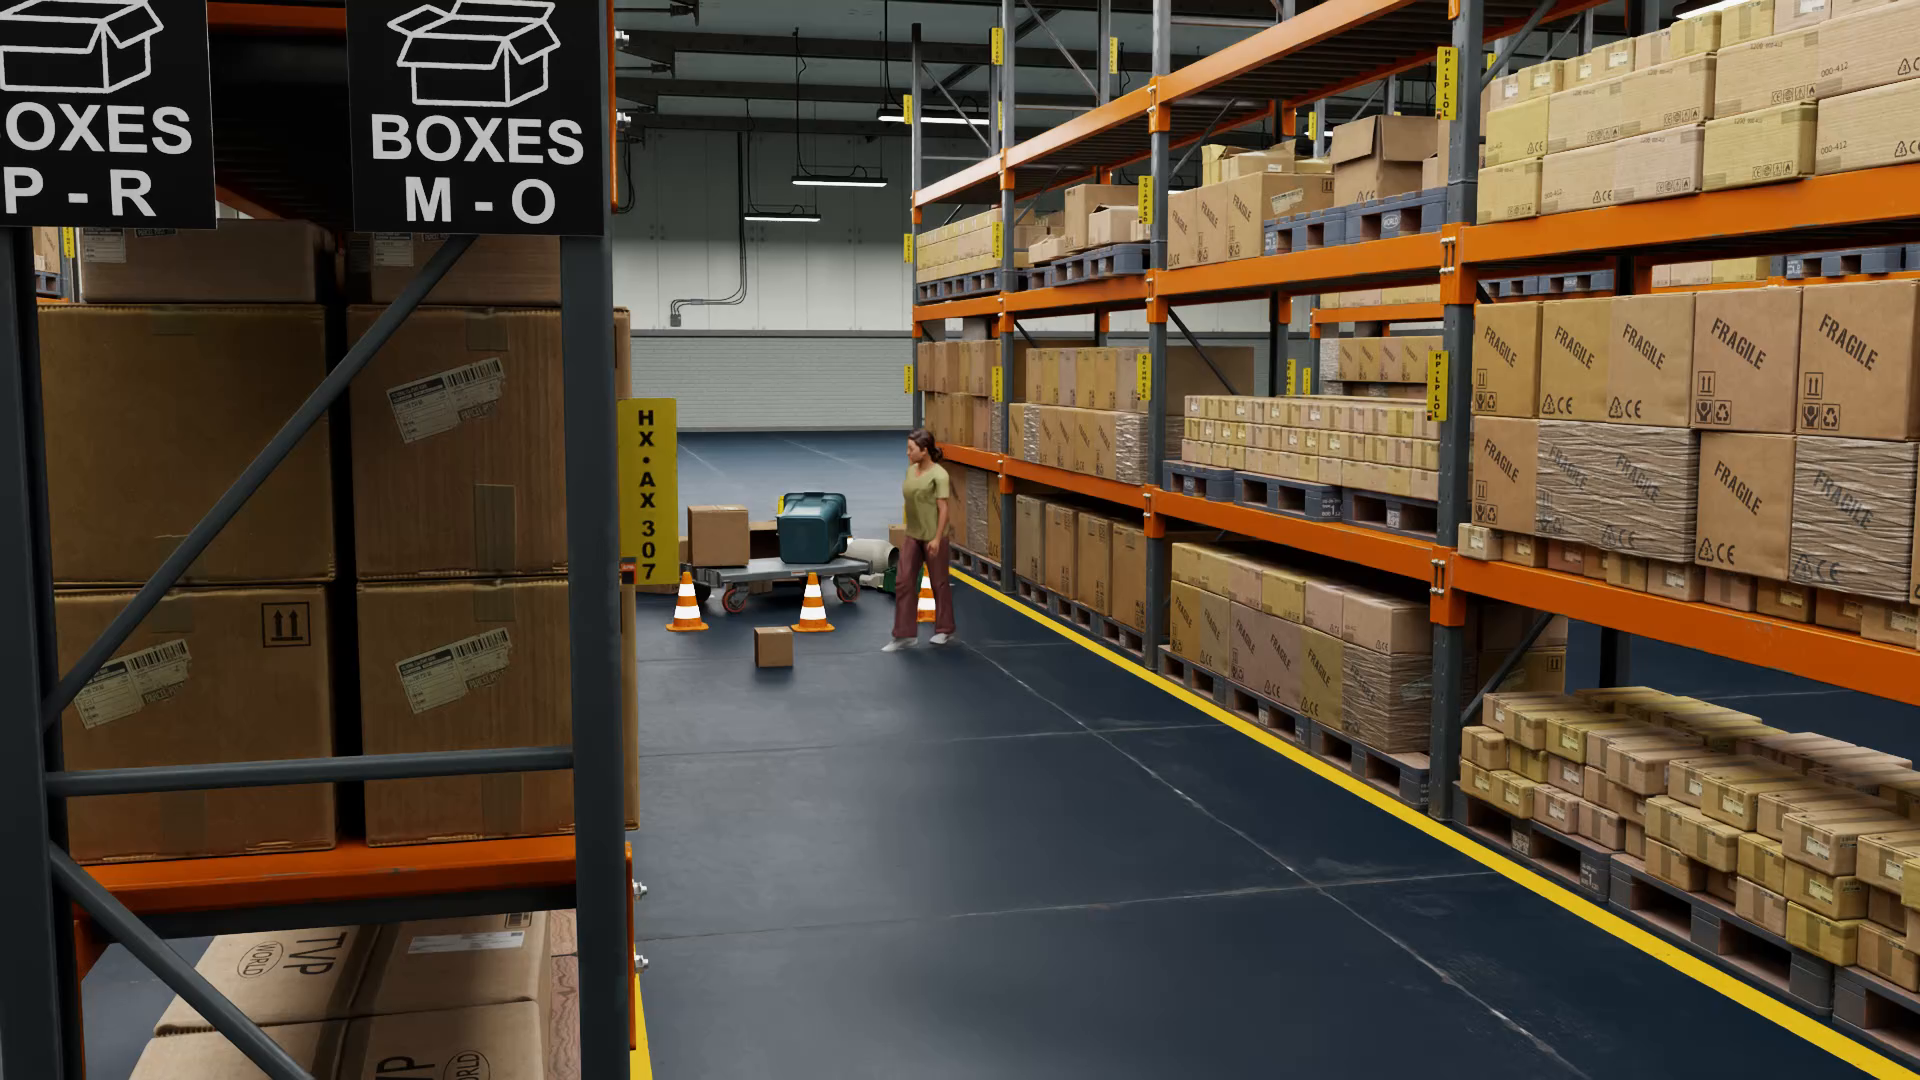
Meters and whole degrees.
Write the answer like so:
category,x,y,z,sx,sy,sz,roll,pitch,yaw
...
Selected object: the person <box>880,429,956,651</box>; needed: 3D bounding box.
category,x,y,z,sx,sy,sz,roll,pitch,yaw
person,-0.254,0.012,12.650,0.484,1.712,0.588,5,8,36
